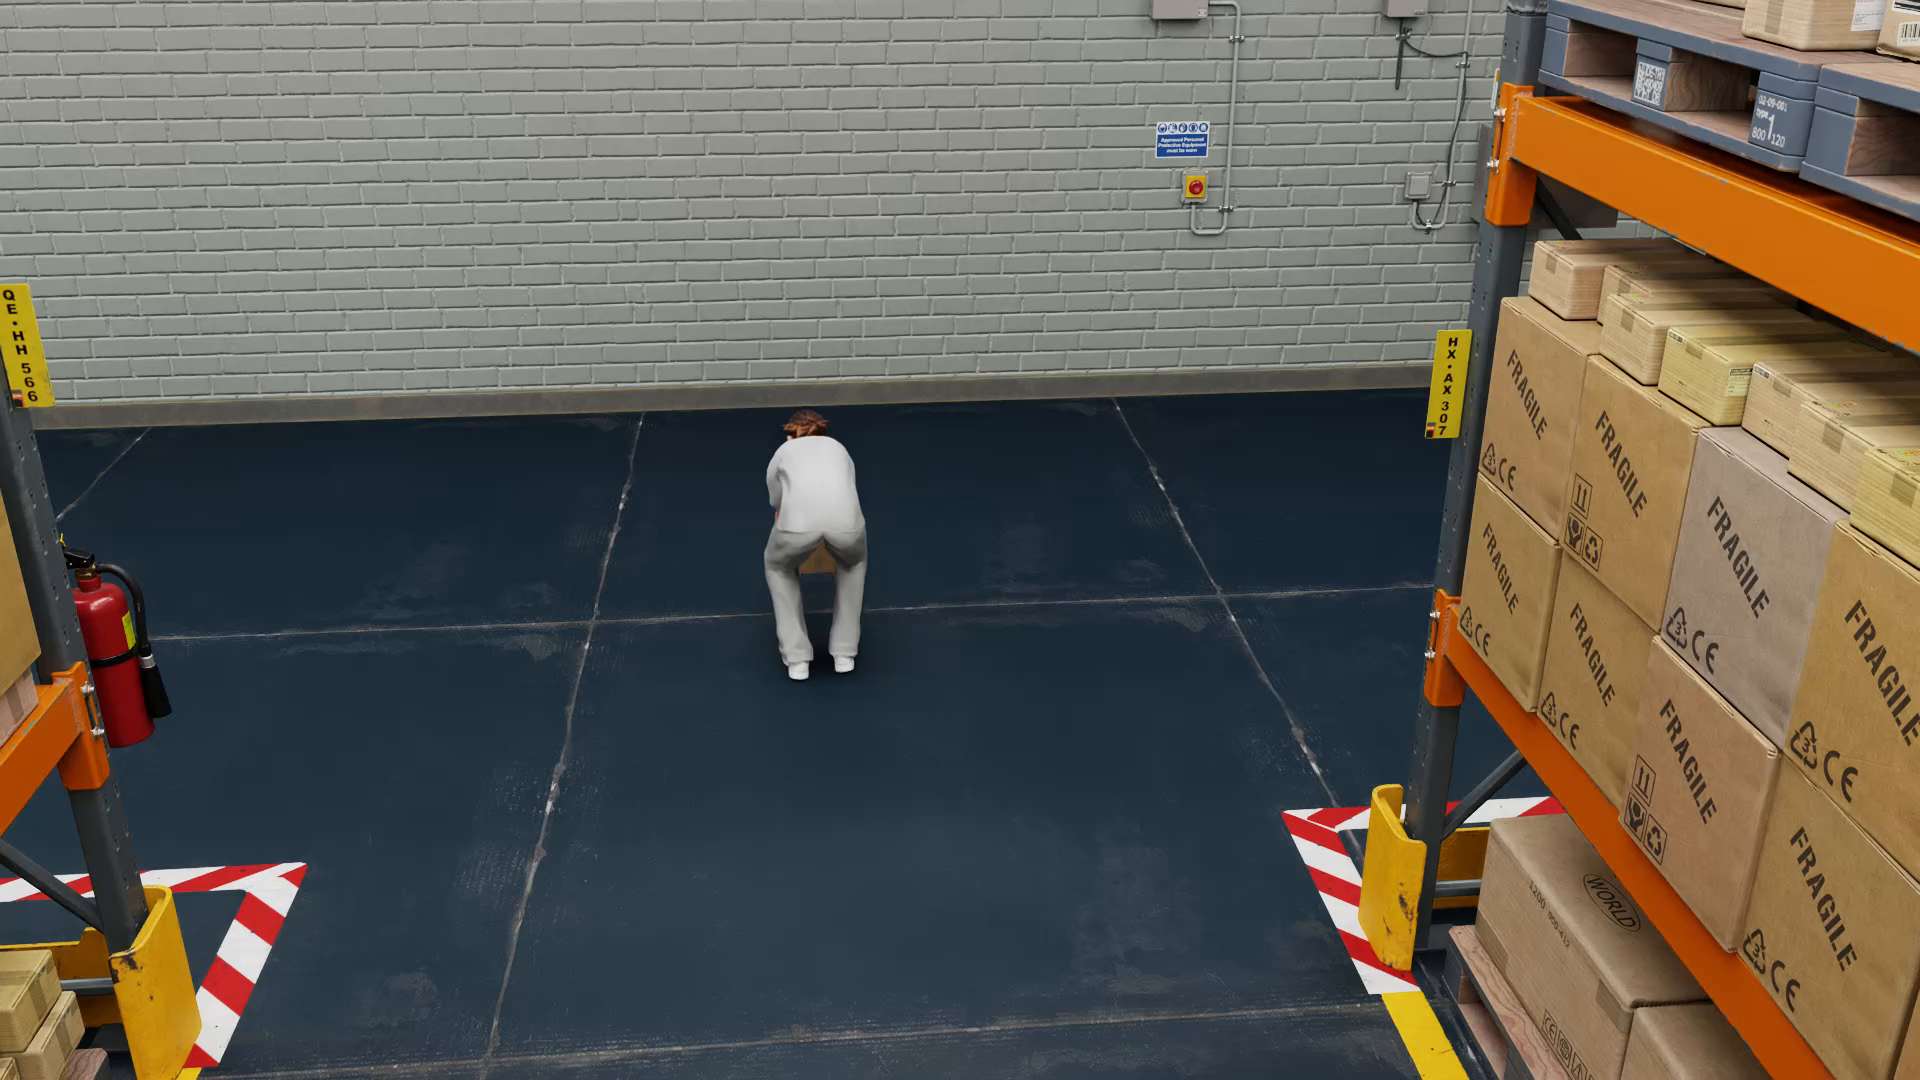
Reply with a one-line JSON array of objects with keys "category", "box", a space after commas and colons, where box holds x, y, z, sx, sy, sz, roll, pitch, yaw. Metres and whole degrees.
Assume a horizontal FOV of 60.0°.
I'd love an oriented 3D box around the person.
[{"category": "person", "box": [-0.640, 0.015, 7.355, 0.457, 1.040, 0.864, -4, 24, -8]}]
